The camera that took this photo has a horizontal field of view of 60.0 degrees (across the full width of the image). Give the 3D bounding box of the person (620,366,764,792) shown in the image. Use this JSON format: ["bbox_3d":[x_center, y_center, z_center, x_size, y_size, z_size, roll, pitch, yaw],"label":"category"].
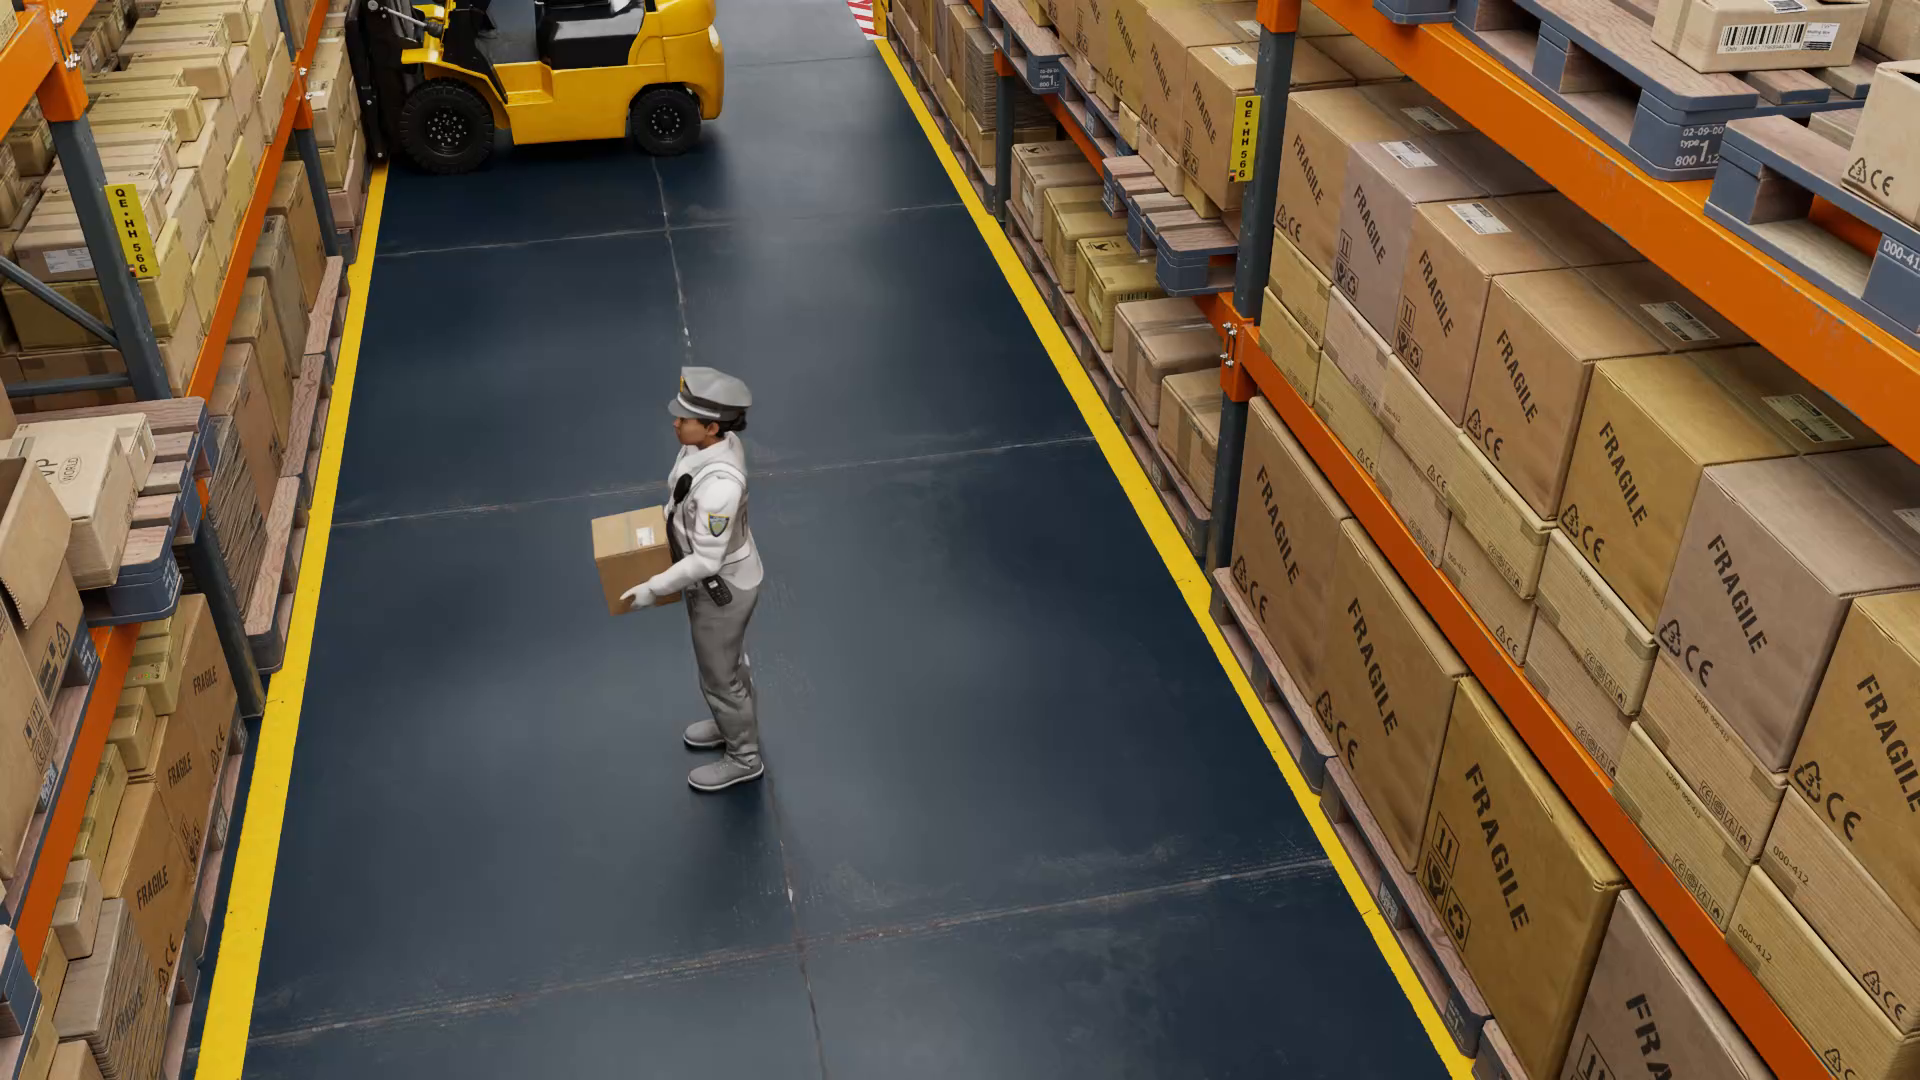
[{"bbox_3d":[-0.942,0.153,5.893,0.517,1.692,0.482,-7,35,-11],"label":"person"}]
